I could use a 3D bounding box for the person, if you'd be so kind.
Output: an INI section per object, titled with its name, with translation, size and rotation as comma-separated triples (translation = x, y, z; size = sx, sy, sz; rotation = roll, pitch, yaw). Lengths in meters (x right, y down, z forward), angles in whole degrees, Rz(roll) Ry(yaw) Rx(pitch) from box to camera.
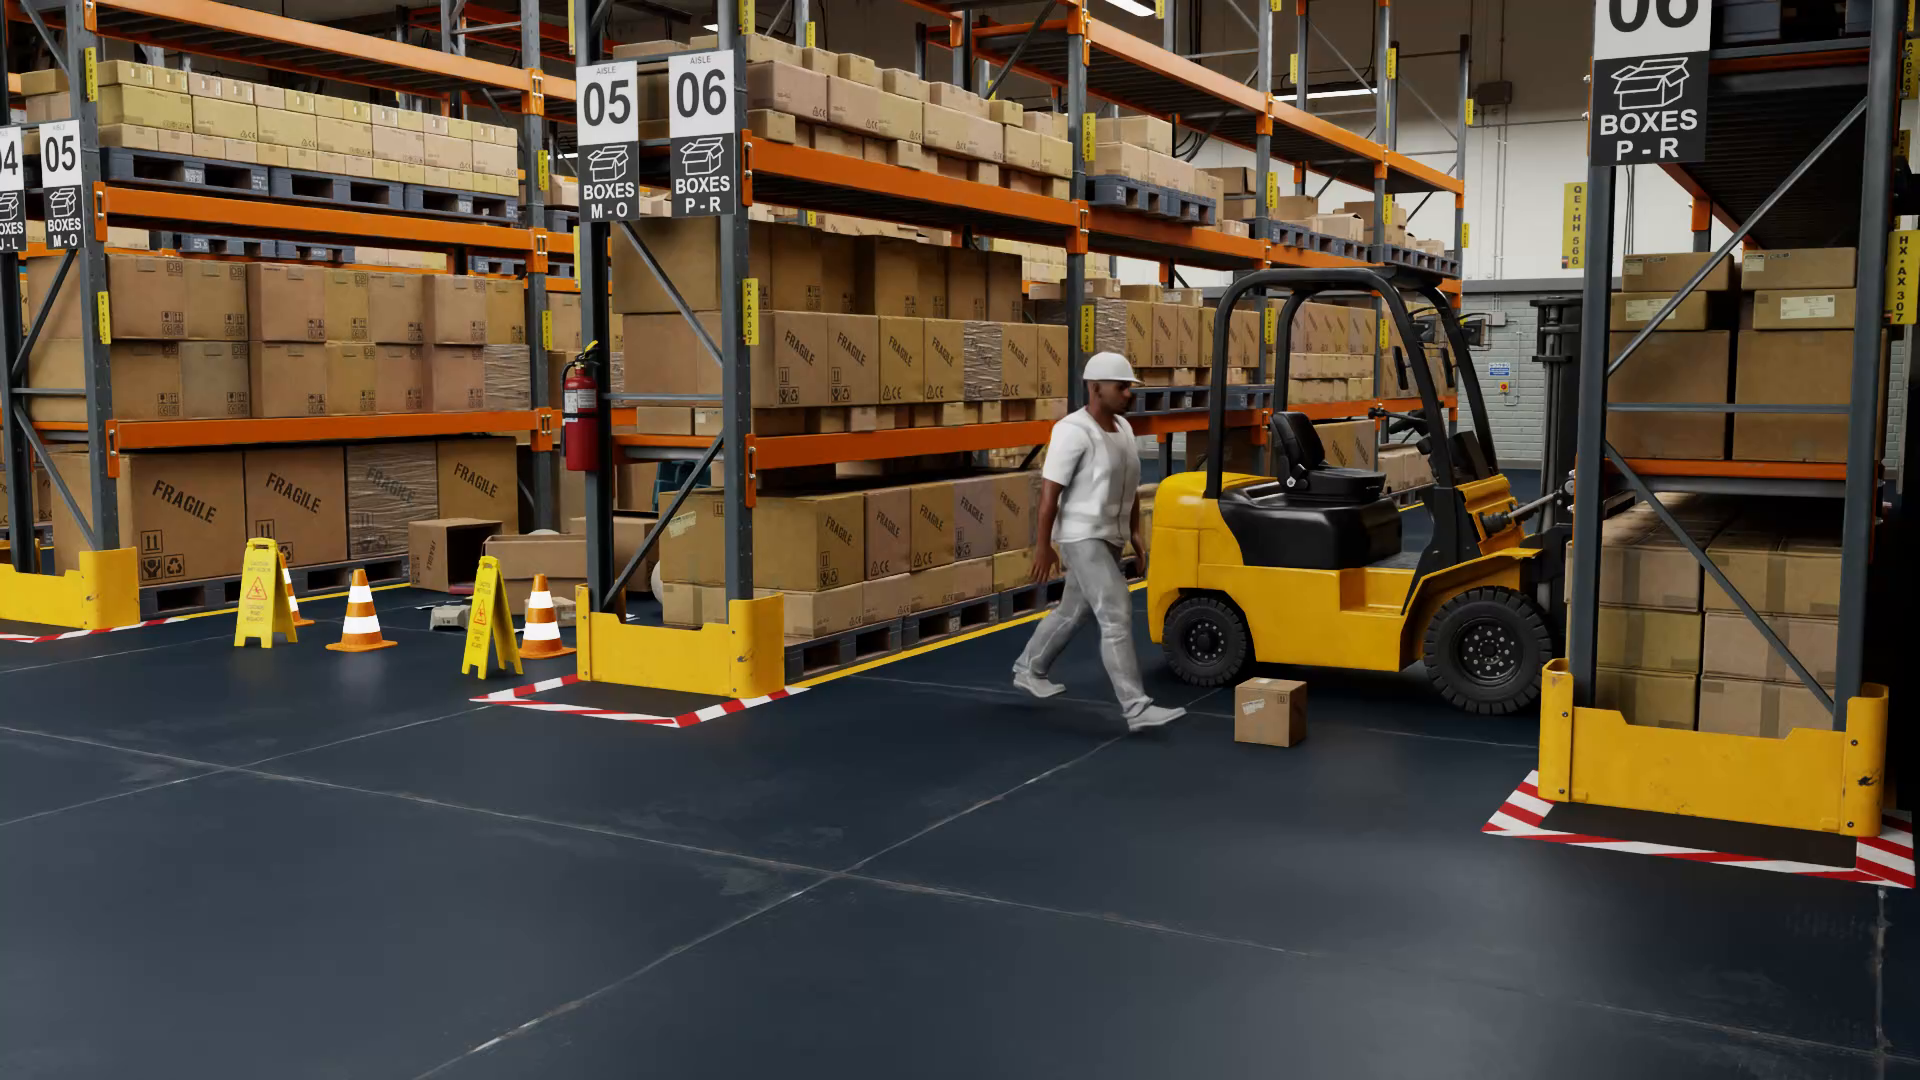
[person]
translation = 0.631, -0.009, 7.723
size = 1.091, 1.719, 0.596
rotation = 4, 7, 35
